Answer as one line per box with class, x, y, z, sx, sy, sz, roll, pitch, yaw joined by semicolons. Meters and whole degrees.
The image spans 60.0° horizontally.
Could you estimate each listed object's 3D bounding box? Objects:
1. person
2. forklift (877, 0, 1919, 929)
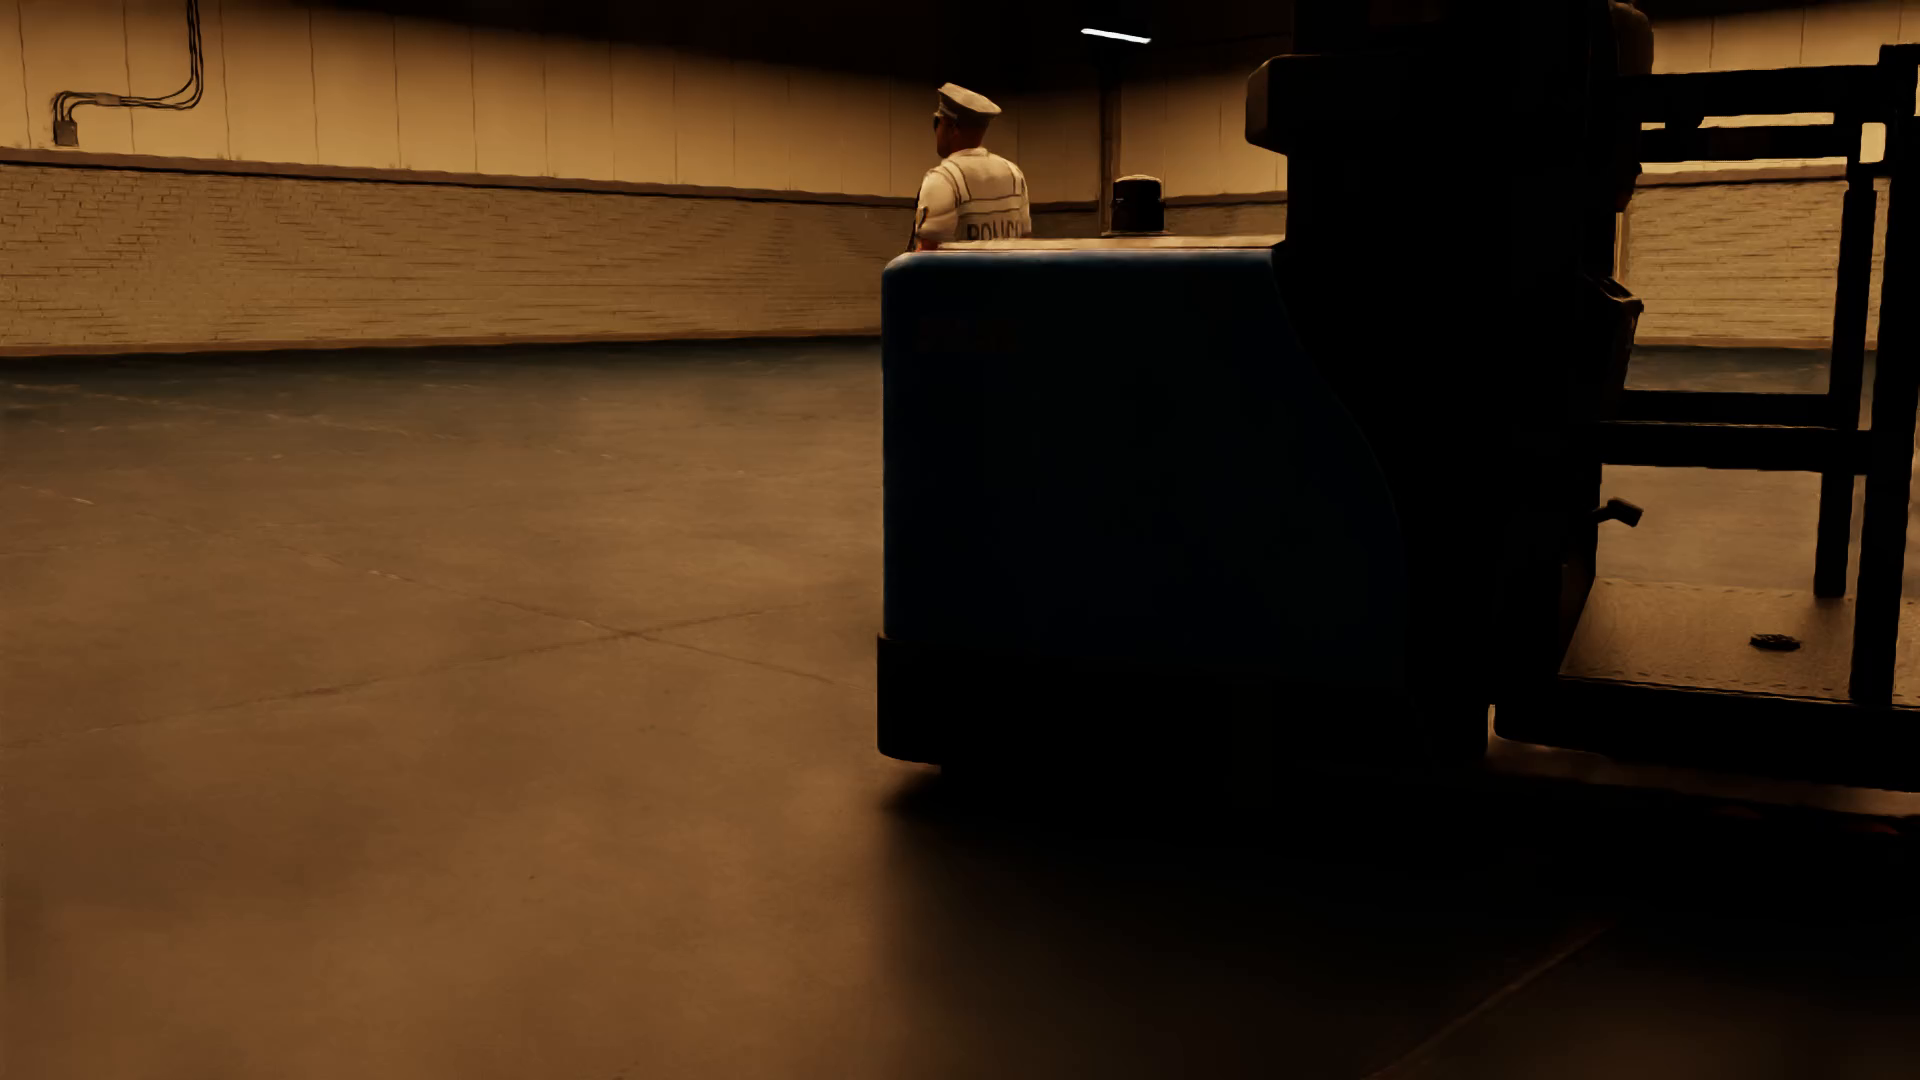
person;-0.048;-0.898;6.646;0.574;1.781;0.640;8;12;43
forklift;1.395;-0.924;3.012;3.031;2.935;1.130;4;9;24
